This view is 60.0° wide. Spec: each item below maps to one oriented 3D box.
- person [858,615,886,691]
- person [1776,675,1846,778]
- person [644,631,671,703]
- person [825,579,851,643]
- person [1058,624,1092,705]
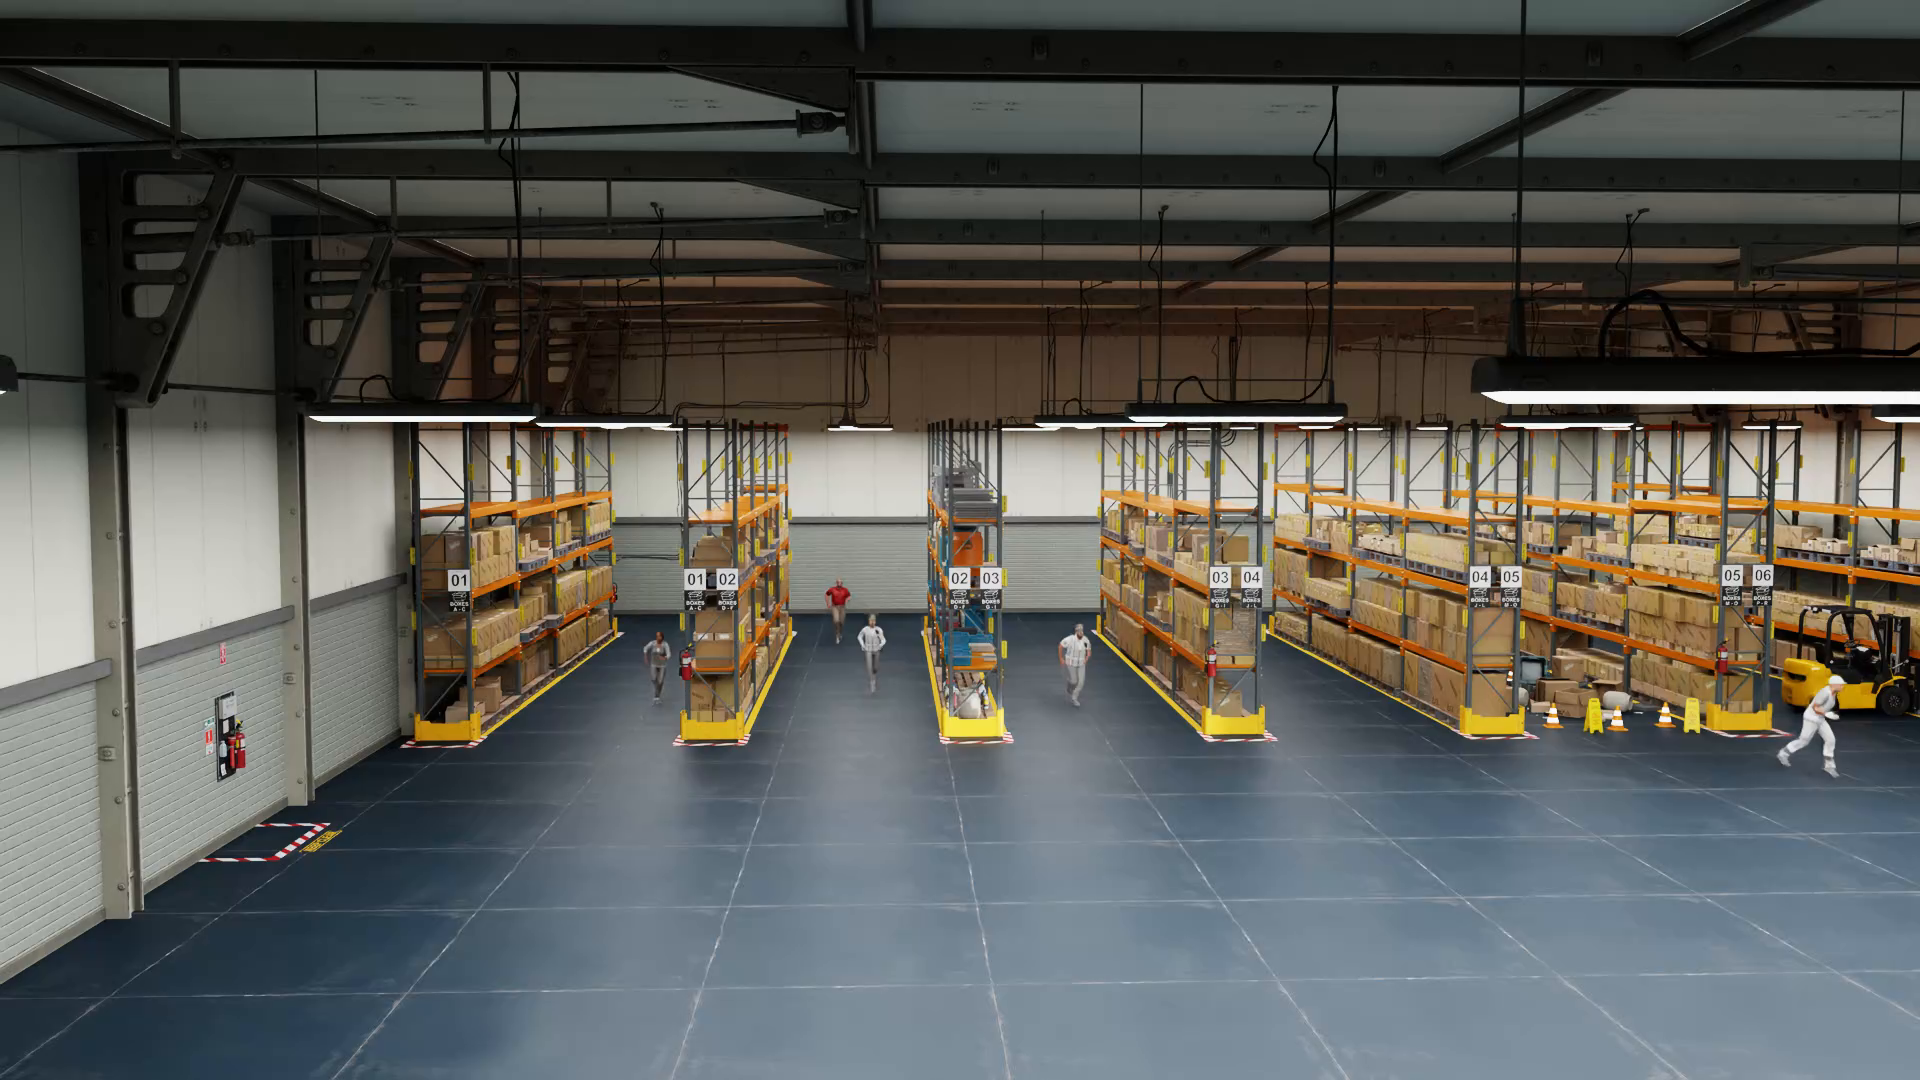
[{"bbox_3d":[-1.976,2.508,37.331,0.618,1.694,0.826,-1,4,-8],"label":"person"},{"bbox_3d":[14.343,3.100,28.013,1.060,1.731,0.703,3,5,43],"label":"person"},{"bbox_3d":[-6.406,2.698,35.189,0.571,1.547,0.611,0,4,-7],"label":"person"},{"bbox_3d":[-3.336,1.949,45.842,0.673,1.787,0.799,-1,4,-20],"label":"person"},{"bbox_3d":[2.451,2.620,35.198,0.702,1.728,0.705,-1,4,-15],"label":"person"}]
